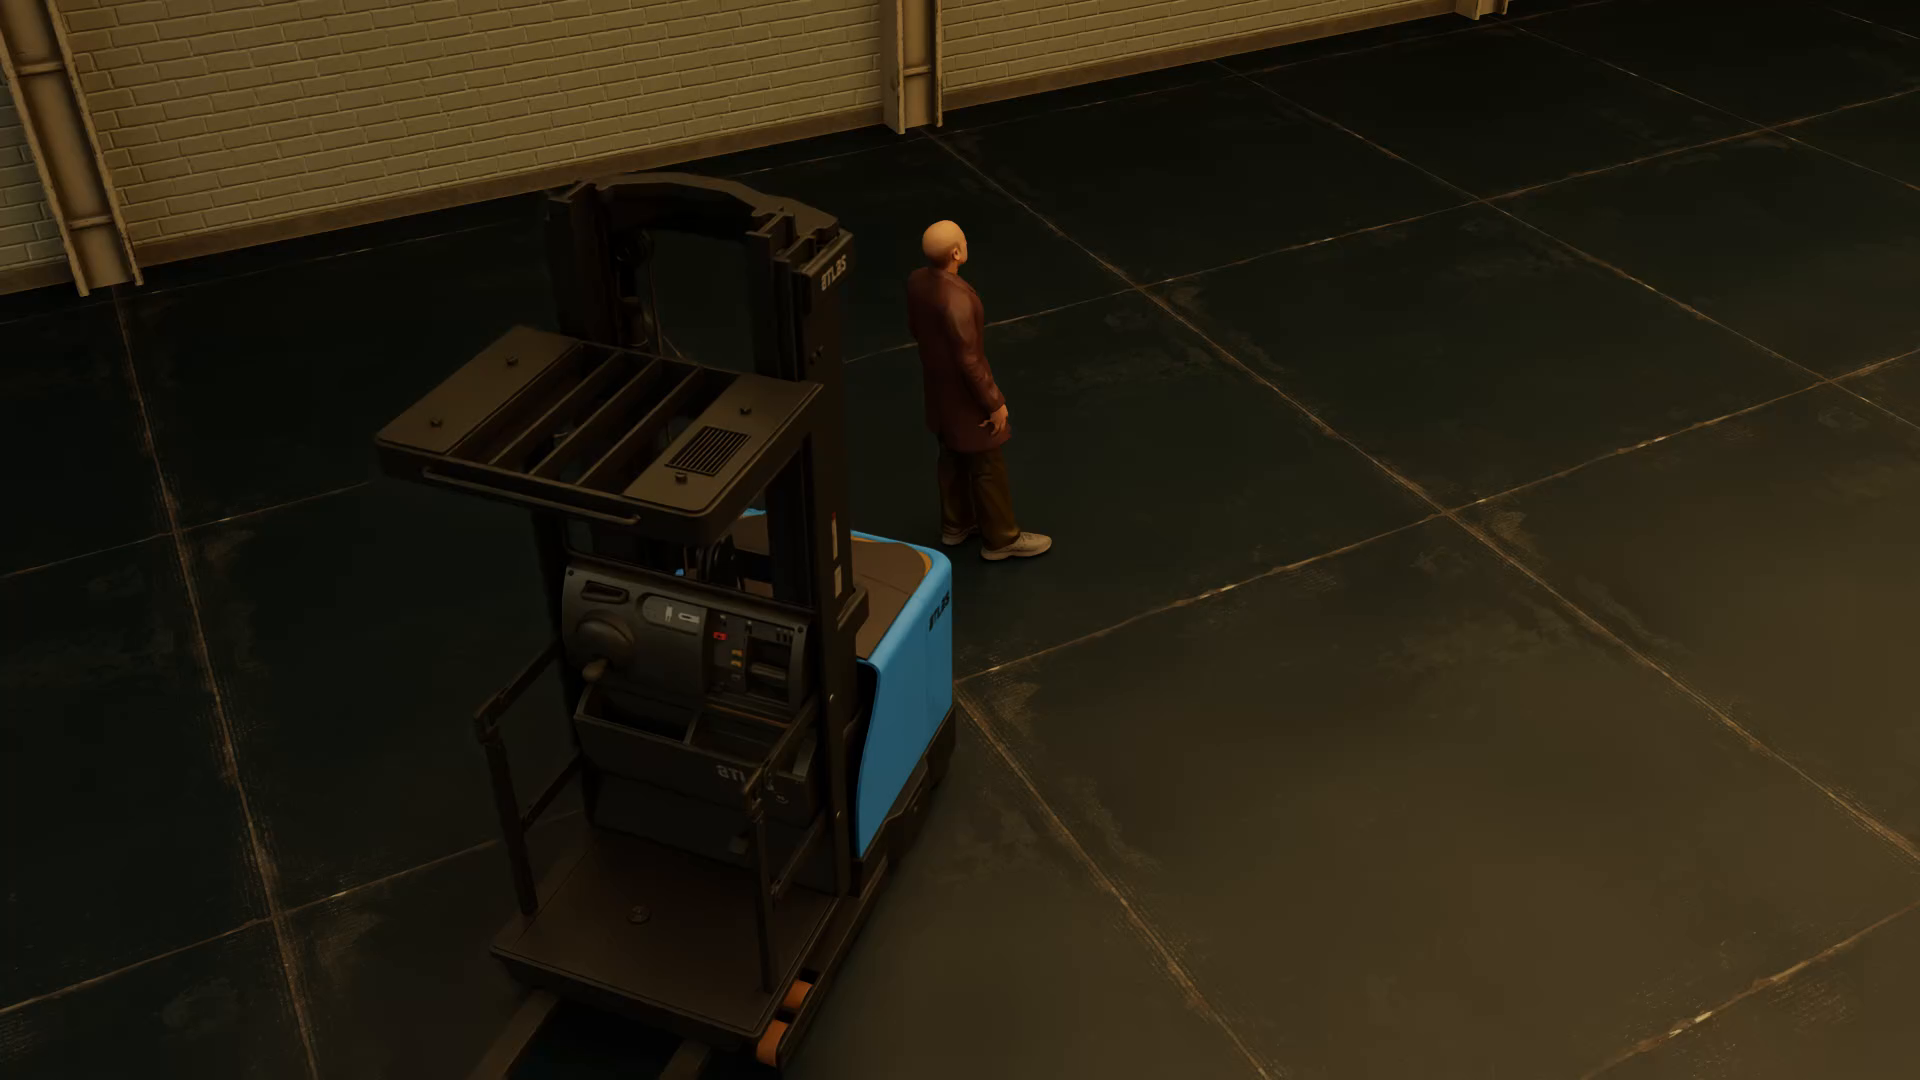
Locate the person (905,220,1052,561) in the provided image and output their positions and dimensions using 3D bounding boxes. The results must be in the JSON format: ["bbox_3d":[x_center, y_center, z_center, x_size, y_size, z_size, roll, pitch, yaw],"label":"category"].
[{"bbox_3d":[0.082,-0.753,8.176,0.582,1.775,0.694,-17,39,-23],"label":"person"}]

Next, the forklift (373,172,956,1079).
[{"bbox_3d":[-1.024,0.420,5.529,1.130,2.935,3.031,13,37,17],"label":"forklift"}]
